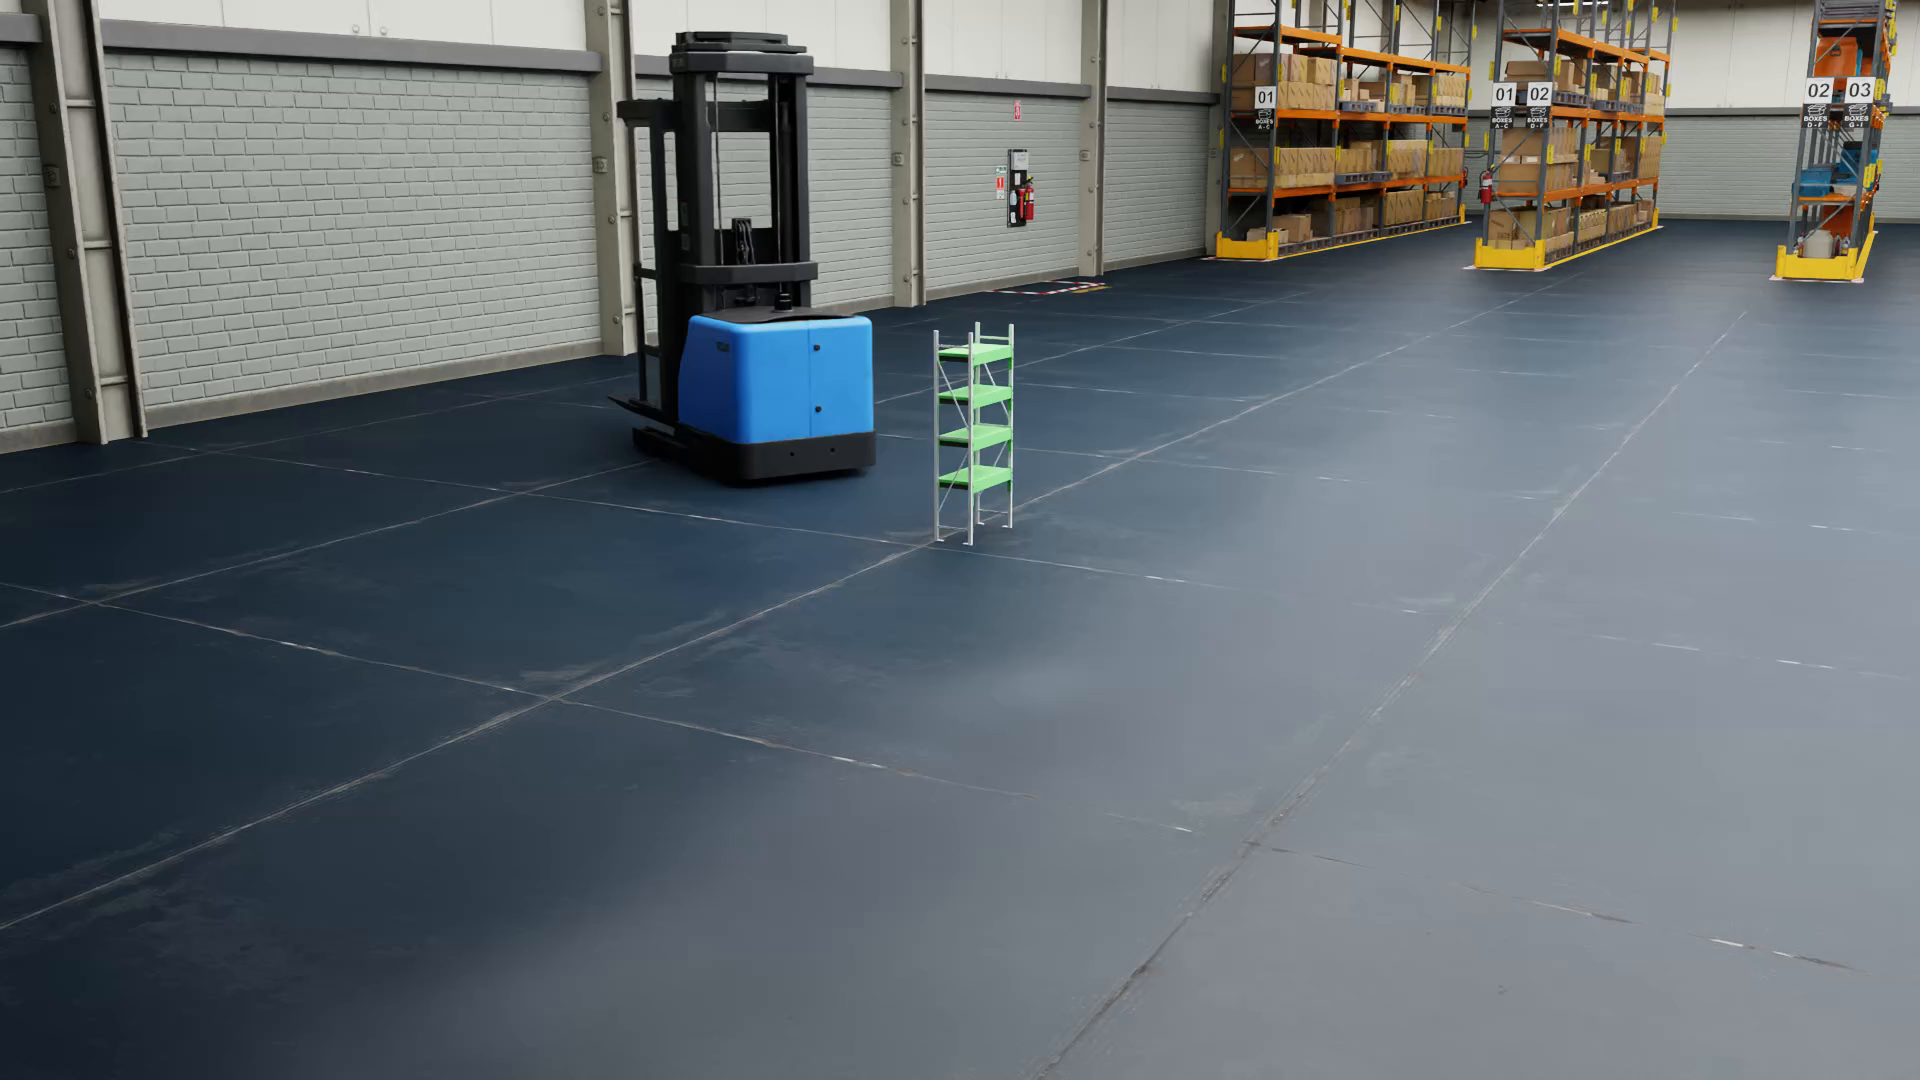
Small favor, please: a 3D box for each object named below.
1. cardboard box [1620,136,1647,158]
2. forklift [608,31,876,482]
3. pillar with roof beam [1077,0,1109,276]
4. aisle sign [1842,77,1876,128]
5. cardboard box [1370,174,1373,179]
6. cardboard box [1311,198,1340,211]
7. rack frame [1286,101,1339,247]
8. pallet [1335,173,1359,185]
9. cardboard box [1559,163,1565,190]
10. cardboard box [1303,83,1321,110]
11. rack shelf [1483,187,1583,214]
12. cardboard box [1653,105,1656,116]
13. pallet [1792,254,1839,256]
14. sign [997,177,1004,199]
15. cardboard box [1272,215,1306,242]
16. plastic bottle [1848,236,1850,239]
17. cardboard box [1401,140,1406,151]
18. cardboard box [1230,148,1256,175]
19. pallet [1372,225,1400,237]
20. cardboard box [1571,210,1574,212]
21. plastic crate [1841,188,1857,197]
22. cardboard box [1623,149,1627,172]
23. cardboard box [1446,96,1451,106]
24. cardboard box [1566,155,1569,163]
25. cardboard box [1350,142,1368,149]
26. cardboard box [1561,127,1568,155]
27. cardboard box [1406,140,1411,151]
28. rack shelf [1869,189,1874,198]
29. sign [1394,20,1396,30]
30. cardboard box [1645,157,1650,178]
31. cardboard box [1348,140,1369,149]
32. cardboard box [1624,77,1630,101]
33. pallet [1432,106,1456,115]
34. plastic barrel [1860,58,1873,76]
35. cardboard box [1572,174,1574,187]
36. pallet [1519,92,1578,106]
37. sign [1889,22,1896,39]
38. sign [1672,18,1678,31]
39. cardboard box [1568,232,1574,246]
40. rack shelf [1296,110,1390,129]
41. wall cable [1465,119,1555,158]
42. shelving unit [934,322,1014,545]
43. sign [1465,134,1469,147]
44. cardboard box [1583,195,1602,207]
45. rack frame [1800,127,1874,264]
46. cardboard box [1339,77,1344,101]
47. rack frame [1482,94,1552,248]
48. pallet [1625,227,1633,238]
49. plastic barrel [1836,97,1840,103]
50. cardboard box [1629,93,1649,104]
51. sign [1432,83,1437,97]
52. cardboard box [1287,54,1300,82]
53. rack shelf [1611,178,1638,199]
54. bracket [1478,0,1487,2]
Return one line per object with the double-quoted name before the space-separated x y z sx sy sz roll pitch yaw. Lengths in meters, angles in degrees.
"cardboard box" 16.131 -9.419 39.857 0.500 0.500 0.500 8 16 29
"forklift" -1.767 -2.105 12.011 1.130 2.935 3.031 -8 16 -30
"pillar with roof beam" 5.966 -8.358 25.000 9.100 9.000 0.400 7 15 28
"aisle sign" 14.411 -7.012 26.671 0.394 0.787 0.004 7 15 28
"cardboard box" 9.746 -8.489 38.837 0.380 0.149 0.250 7 15 27
"cardboard box" 8.002 -7.346 36.398 0.500 0.250 0.500 7 15 27
"rack frame" 7.451 -7.739 35.234 1.000 3.000 0.127 7 15 28
"pallet" 7.948 -7.786 35.839 1.003 0.211 1.213 7 15 28
"cardboard box" 11.085 -6.924 31.640 0.700 0.500 0.500 8 16 29
"cardboard box" 6.933 -8.904 33.409 0.500 0.500 0.500 7 15 26
"rack shelf" 10.822 -6.418 31.292 1.077 0.370 4.000 7 15 28
"cardboard box" 16.835 -10.584 40.956 0.500 0.250 0.500 7 15 28
"pallet" 15.762 -5.128 30.353 1.003 0.211 1.213 7 15 28
"sign" 0.612 -5.342 25.215 0.001 0.329 0.234 7 15 28
"cardboard box" 6.604 -6.311 33.704 0.700 0.500 0.500 6 15 25
"plastic bottle" 16.064 -5.378 30.154 0.144 0.351 0.185 7 15 27
"cardboard box" 10.327 -9.404 39.652 0.500 0.250 0.500 7 15 28
"cardboard box" 5.559 -7.340 32.258 0.500 0.500 0.500 7 15 27
"pallet" 9.832 -7.357 39.600 1.003 0.211 1.213 7 15 28
"cardboard box" 12.966 -6.956 35.762 0.500 0.311 0.500 7 15 27
"plastic crate" 14.904 -5.815 27.815 0.298 0.136 0.250 7 15 28
"cardboard box" 14.856 -8.703 38.124 0.700 0.500 0.500 3 14 14
"cardboard box" 12.383 -11.339 42.978 0.500 0.250 0.500 7 15 26
"cardboard box" 11.352 -7.254 31.624 0.380 0.149 0.250 7 15 28
"cardboard box" 9.101 -8.996 37.910 0.380 0.149 0.250 5 14 19
"cardboard box" 11.094 -7.560 31.508 0.700 0.500 0.500 7 15 28
"cardboard box" 10.568 -9.510 40.089 0.500 0.250 0.500 7 15 27
"rack shelf" 19.024 -7.498 35.769 1.077 0.370 4.000 7 15 28
"sign" 10.844 -12.896 41.493 0.100 0.325 0.005 7 15 28
"cardboard box" 16.630 -9.150 40.873 0.500 0.500 0.500 7 15 28
"cardboard box" 9.377 -9.250 39.009 0.500 0.250 0.500 8 16 30
"cardboard box" 15.045 -10.345 38.320 0.600 0.600 0.600 7 15 27
"pallet" 12.314 -11.211 43.427 1.003 0.211 1.213 7 15 28
"plastic barrel" 18.334 -9.424 34.013 0.600 0.830 0.708 7 15 28
"cardboard box" 11.989 -7.212 33.366 0.500 0.250 0.500 9 16 32
"pallet" 10.809 -8.166 30.796 1.003 0.211 1.213 7 15 28
"sign" 18.542 -10.136 33.064 0.100 0.325 0.005 7 15 28
"sign" 18.066 -13.021 42.012 0.100 0.325 0.005 7 15 28
"cardboard box" 11.756 -5.926 32.685 0.500 0.250 0.500 7 15 28
"rack shelf" 8.418 -9.258 36.669 1.077 0.370 4.000 7 15 28
"wall cable" 16.299 -12.728 49.752 3.097 2.526 0.112 7 15 28
"shelving unit" 0.080 -0.617 9.534 0.258 1.200 0.503 7 15 28
"sign" 13.720 -10.815 45.016 0.100 0.325 0.005 7 15 28
"cardboard box" 14.484 -7.803 38.296 0.500 0.250 0.500 7 15 27
"rack frame" 16.123 -6.617 30.578 1.000 3.000 0.127 7 15 28
"cardboard box" 7.785 -9.553 35.249 0.500 0.500 0.500 10 17 36
"rack frame" 9.855 -6.358 29.505 1.000 3.000 0.127 7 15 28
"pallet" 15.296 -7.293 39.334 1.003 0.211 1.213 7 15 28
"plastic barrel" 16.179 -8.447 30.703 0.600 0.901 0.708 7 15 28
"cardboard box" 16.109 -10.520 39.622 0.500 0.250 0.500 7 15 28
"sign" 11.798 -11.183 41.346 0.100 0.325 0.005 7 15 28
"cardboard box" 6.203 -9.070 31.964 0.500 0.500 0.500 7 15 27
"rack shelf" 14.690 -8.060 38.100 1.077 0.370 4.000 7 15 28
"bracket" 15.457 -16.050 49.229 0.235 0.232 0.430 7 15 28
